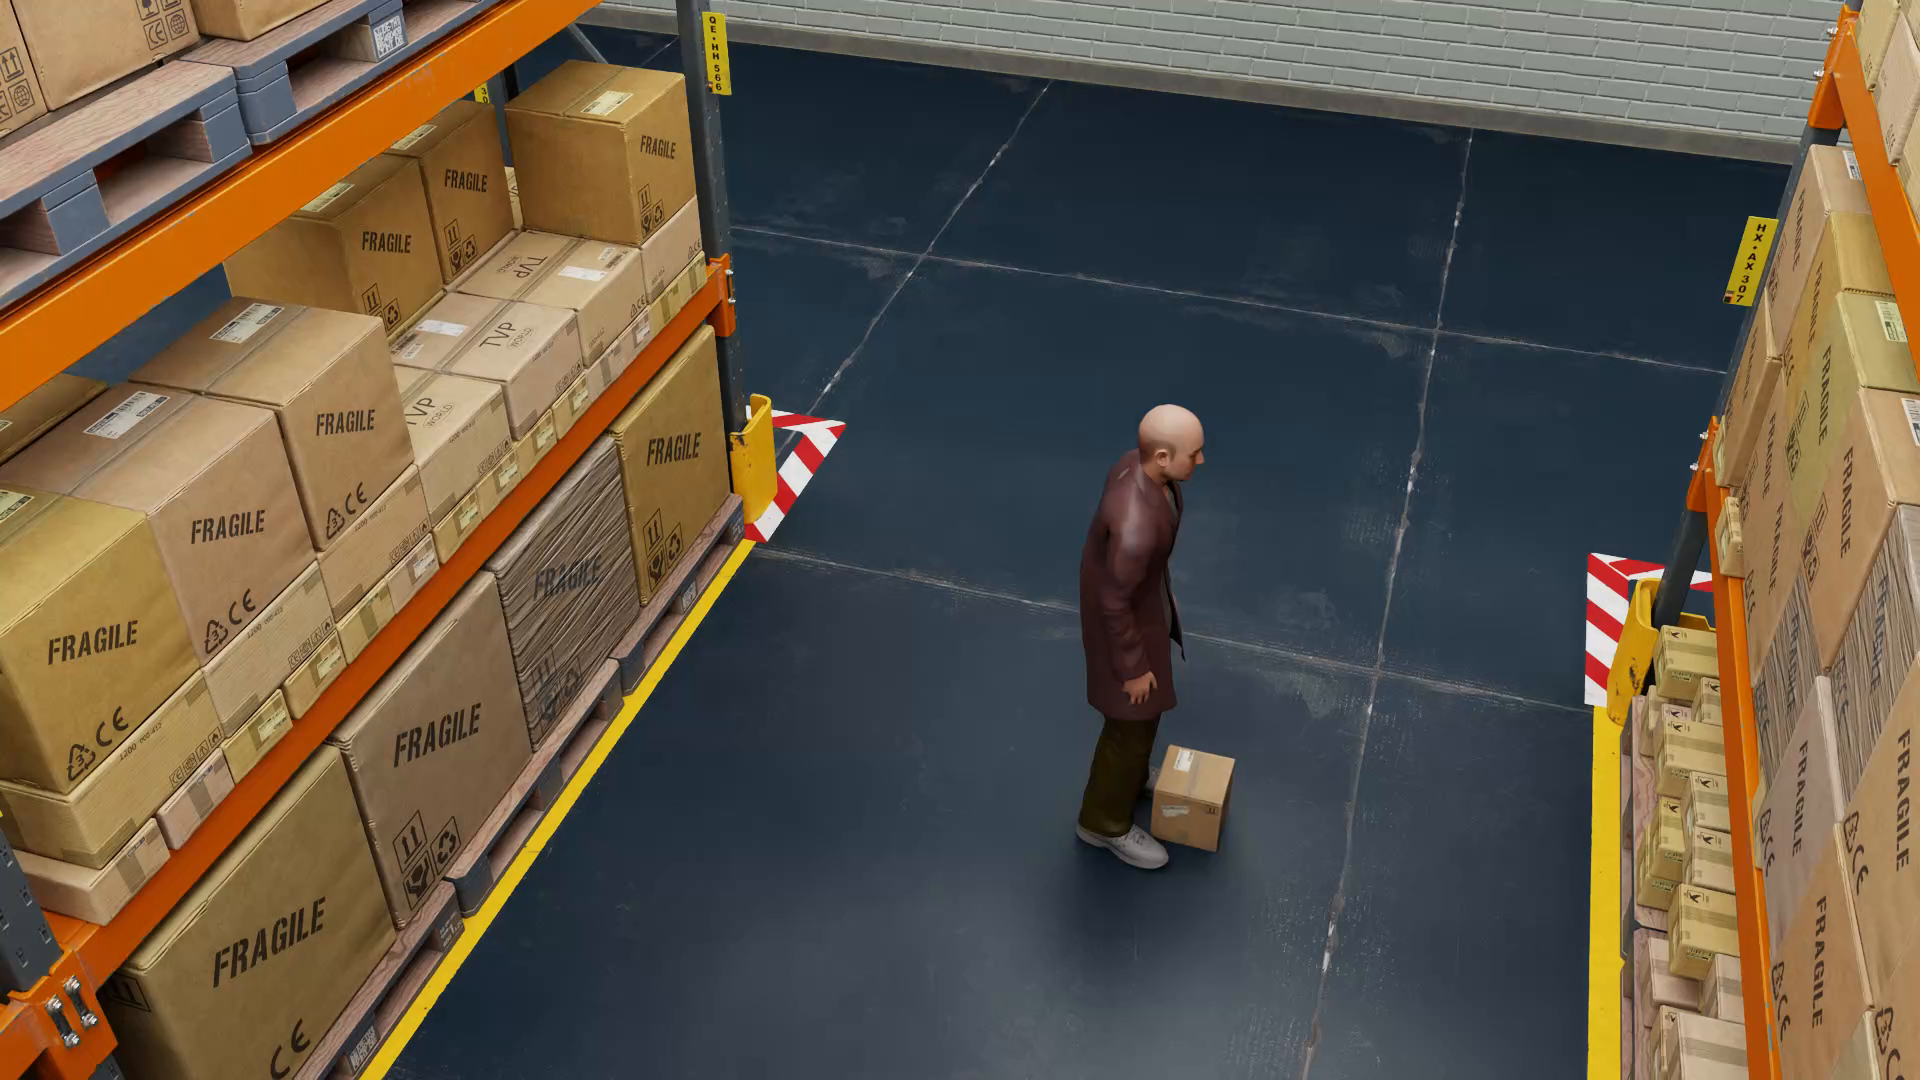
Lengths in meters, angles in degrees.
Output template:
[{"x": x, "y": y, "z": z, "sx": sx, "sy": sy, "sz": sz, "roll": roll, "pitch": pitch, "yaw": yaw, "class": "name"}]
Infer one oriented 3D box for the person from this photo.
[{"x": 0.619, "y": 0.304, "z": 5.752, "sx": 0.427, "sy": 1.773, "sz": 0.628, "roll": 9, "pitch": 38, "yaw": 12, "class": "person"}]
